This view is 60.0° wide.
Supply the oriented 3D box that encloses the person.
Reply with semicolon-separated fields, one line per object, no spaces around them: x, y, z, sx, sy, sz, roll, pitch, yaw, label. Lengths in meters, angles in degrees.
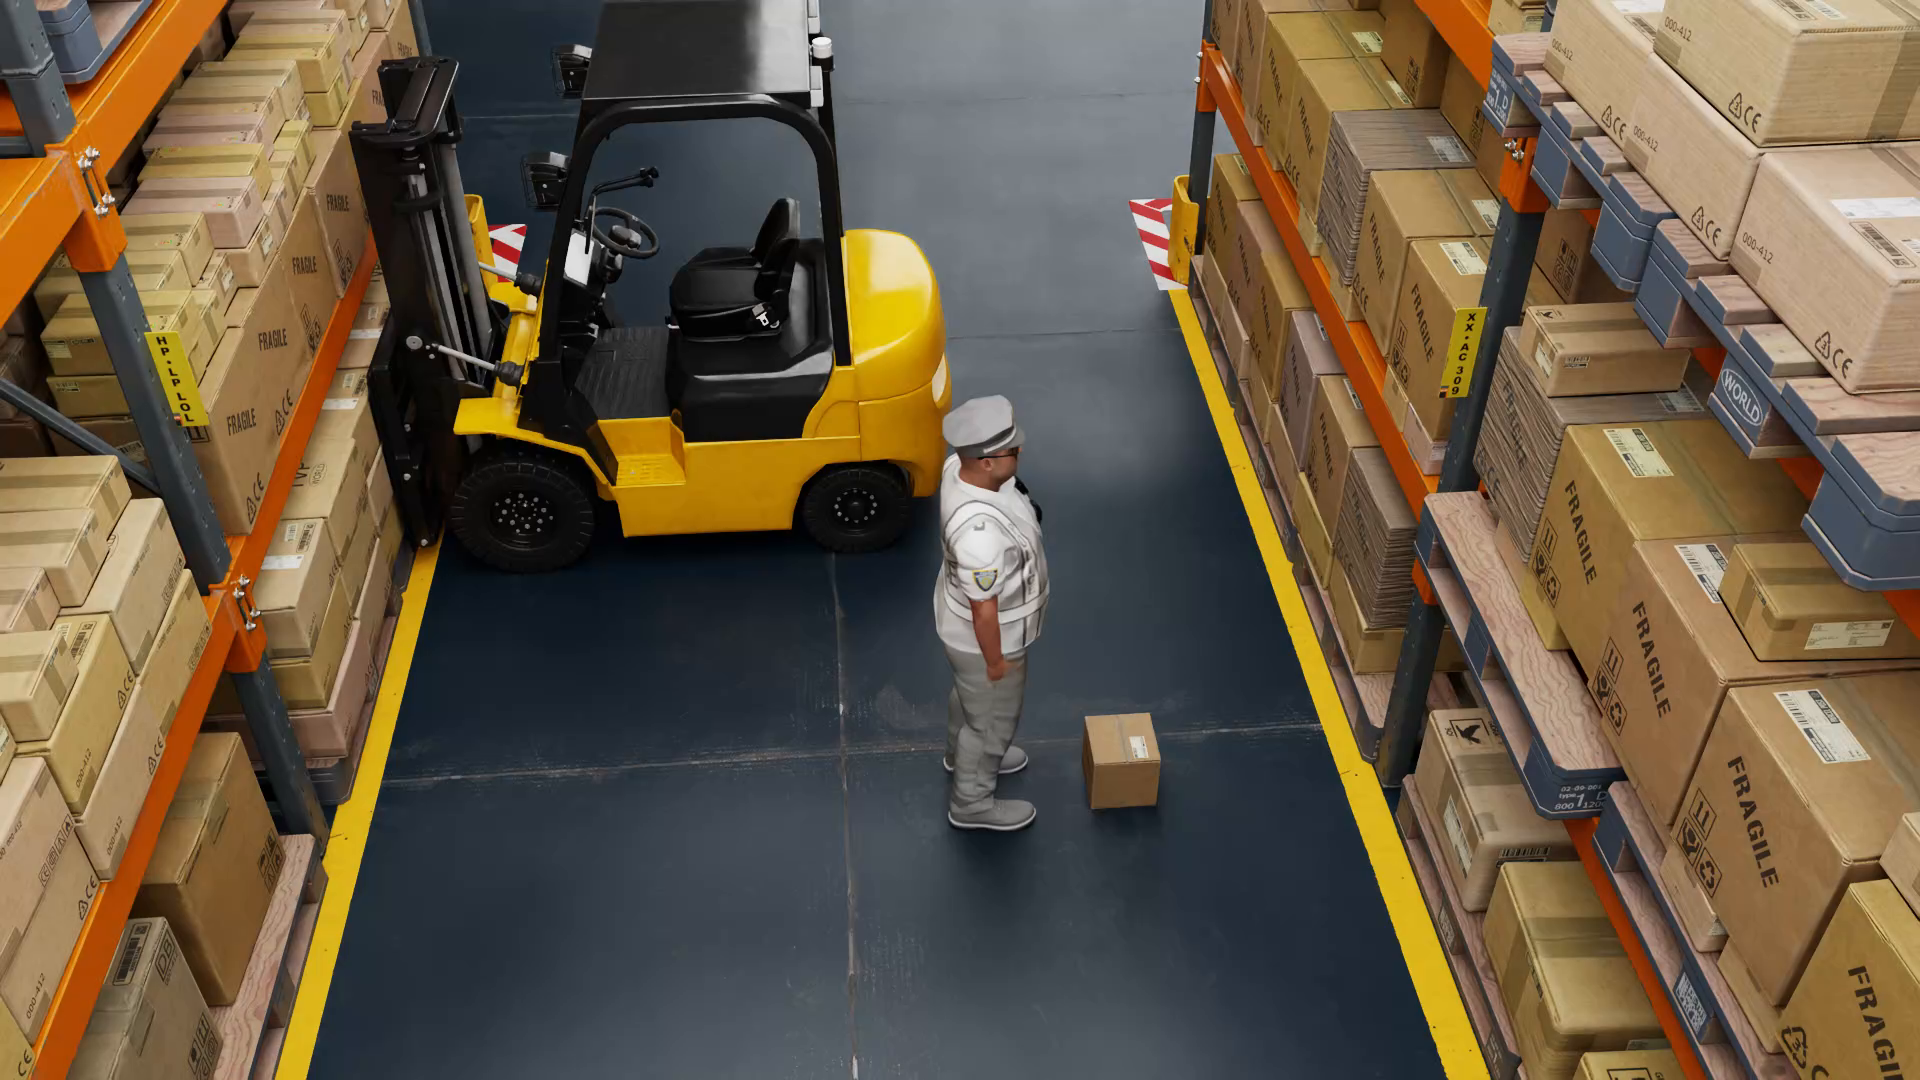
0.108;0.268;5.808;0.395;1.767;0.527;-2;39;-3;person
